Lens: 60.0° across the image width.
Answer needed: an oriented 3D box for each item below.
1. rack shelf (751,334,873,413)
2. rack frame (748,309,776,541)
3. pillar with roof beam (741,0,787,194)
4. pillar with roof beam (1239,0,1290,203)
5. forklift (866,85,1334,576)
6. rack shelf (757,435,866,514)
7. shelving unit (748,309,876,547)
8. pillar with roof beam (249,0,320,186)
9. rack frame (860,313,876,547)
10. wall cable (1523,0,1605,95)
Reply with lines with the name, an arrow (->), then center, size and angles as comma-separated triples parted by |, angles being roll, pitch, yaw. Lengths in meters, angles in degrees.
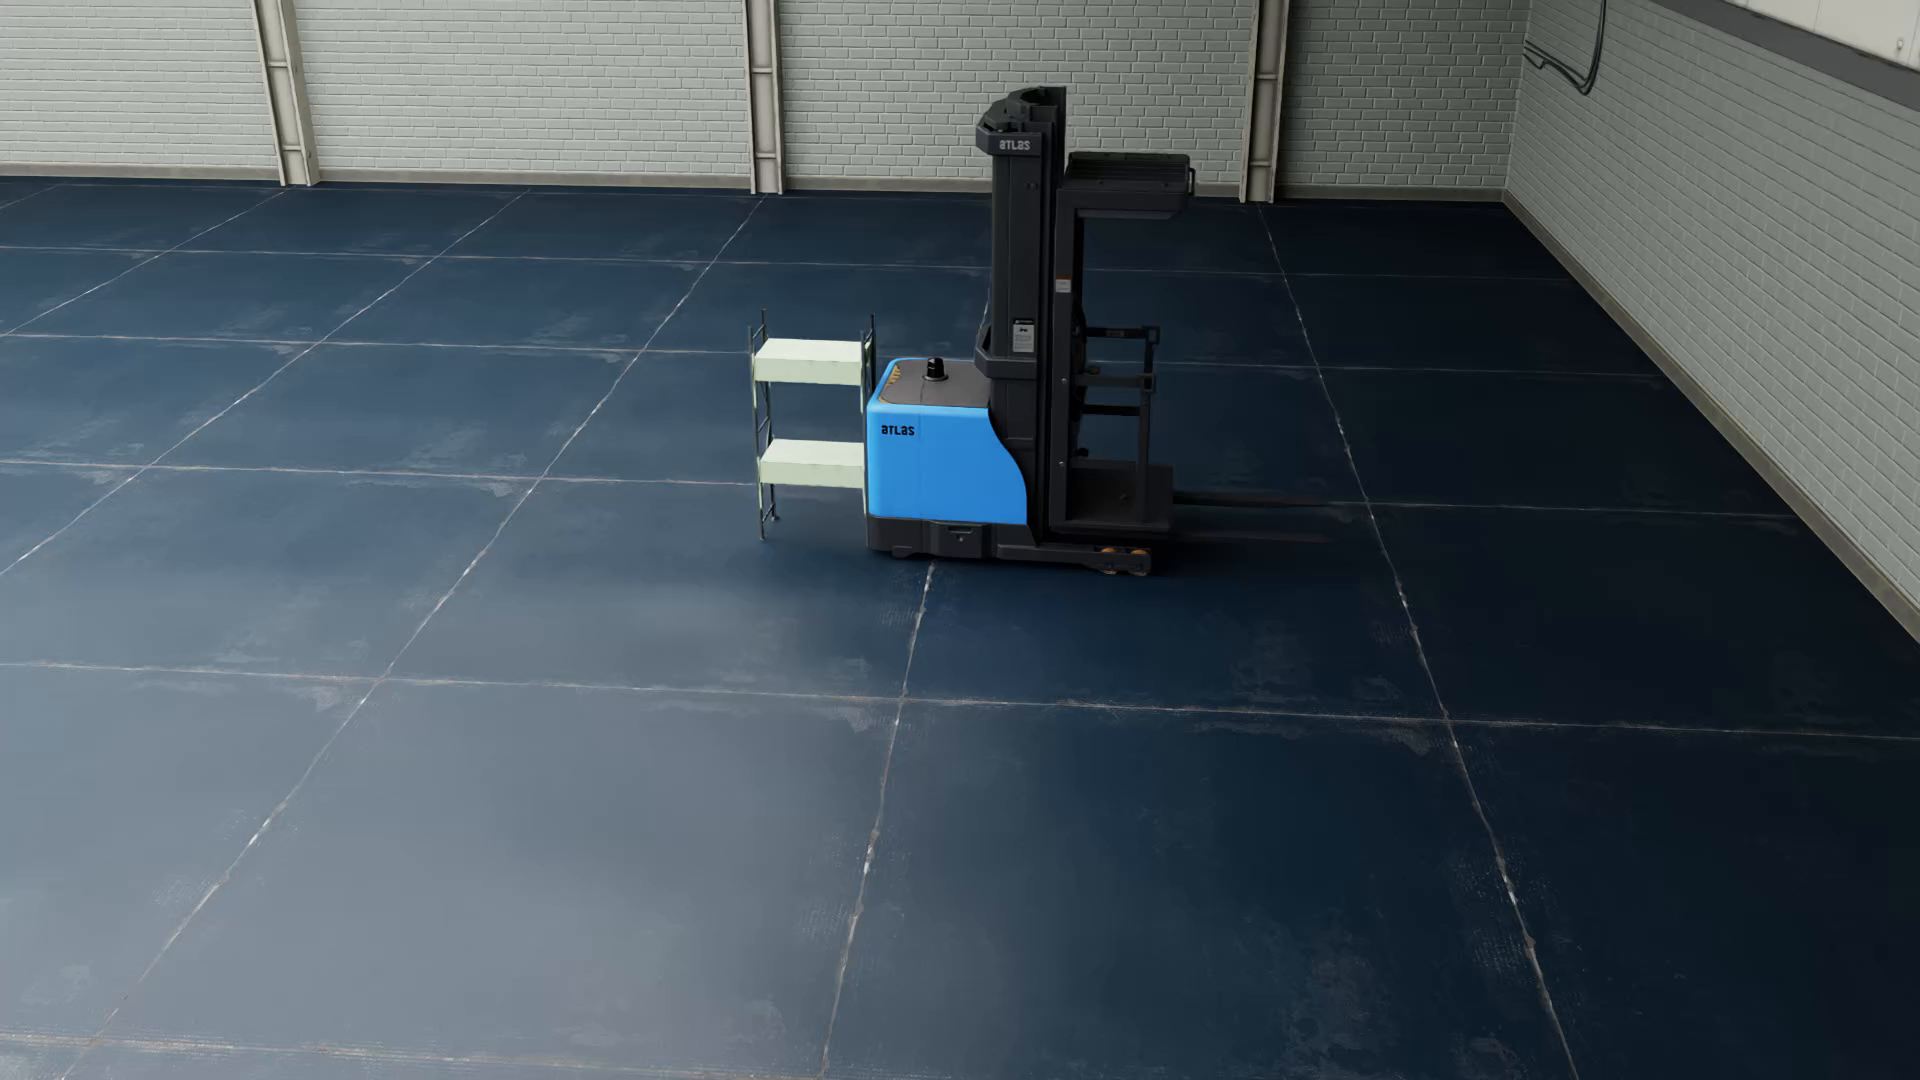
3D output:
rack shelf -> -0.957, -1.095, 10.901 | 0.720, 0.370, 0.431 | 3, 25, 7
rack frame -> -1.320, -0.760, 11.107 | 0.023, 1.500, 0.400 | 3, 25, 7
pillar with roof beam -> -2.704, -6.632, 14.898 | 0.400, 9.000, 9.100 | 2, 25, 4
pillar with roof beam -> 3.279, -6.440, 14.481 | 0.400, 9.000, 9.100 | 2, 25, 4
forklift -> 0.945, -1.336, 10.648 | 3.031, 2.935, 1.130 | 3, 25, 7
rack shelf -> -0.957, -0.444, 11.200 | 0.720, 0.370, 0.431 | 3, 25, 7
shelving unit -> -0.957, -0.740, 11.064 | 0.755, 1.500, 0.431 | 3, 25, 7
pillar with roof beam -> -8.686, -6.824, 15.315 | 0.400, 9.000, 9.100 | 2, 25, 4
rack frame -> -0.594, -0.720, 11.021 | 0.023, 1.500, 0.400 | 3, 25, 7
wall cable -> 6.445, -6.178, 17.626 | 0.112, 2.526, 3.097 | 2, 25, 4
